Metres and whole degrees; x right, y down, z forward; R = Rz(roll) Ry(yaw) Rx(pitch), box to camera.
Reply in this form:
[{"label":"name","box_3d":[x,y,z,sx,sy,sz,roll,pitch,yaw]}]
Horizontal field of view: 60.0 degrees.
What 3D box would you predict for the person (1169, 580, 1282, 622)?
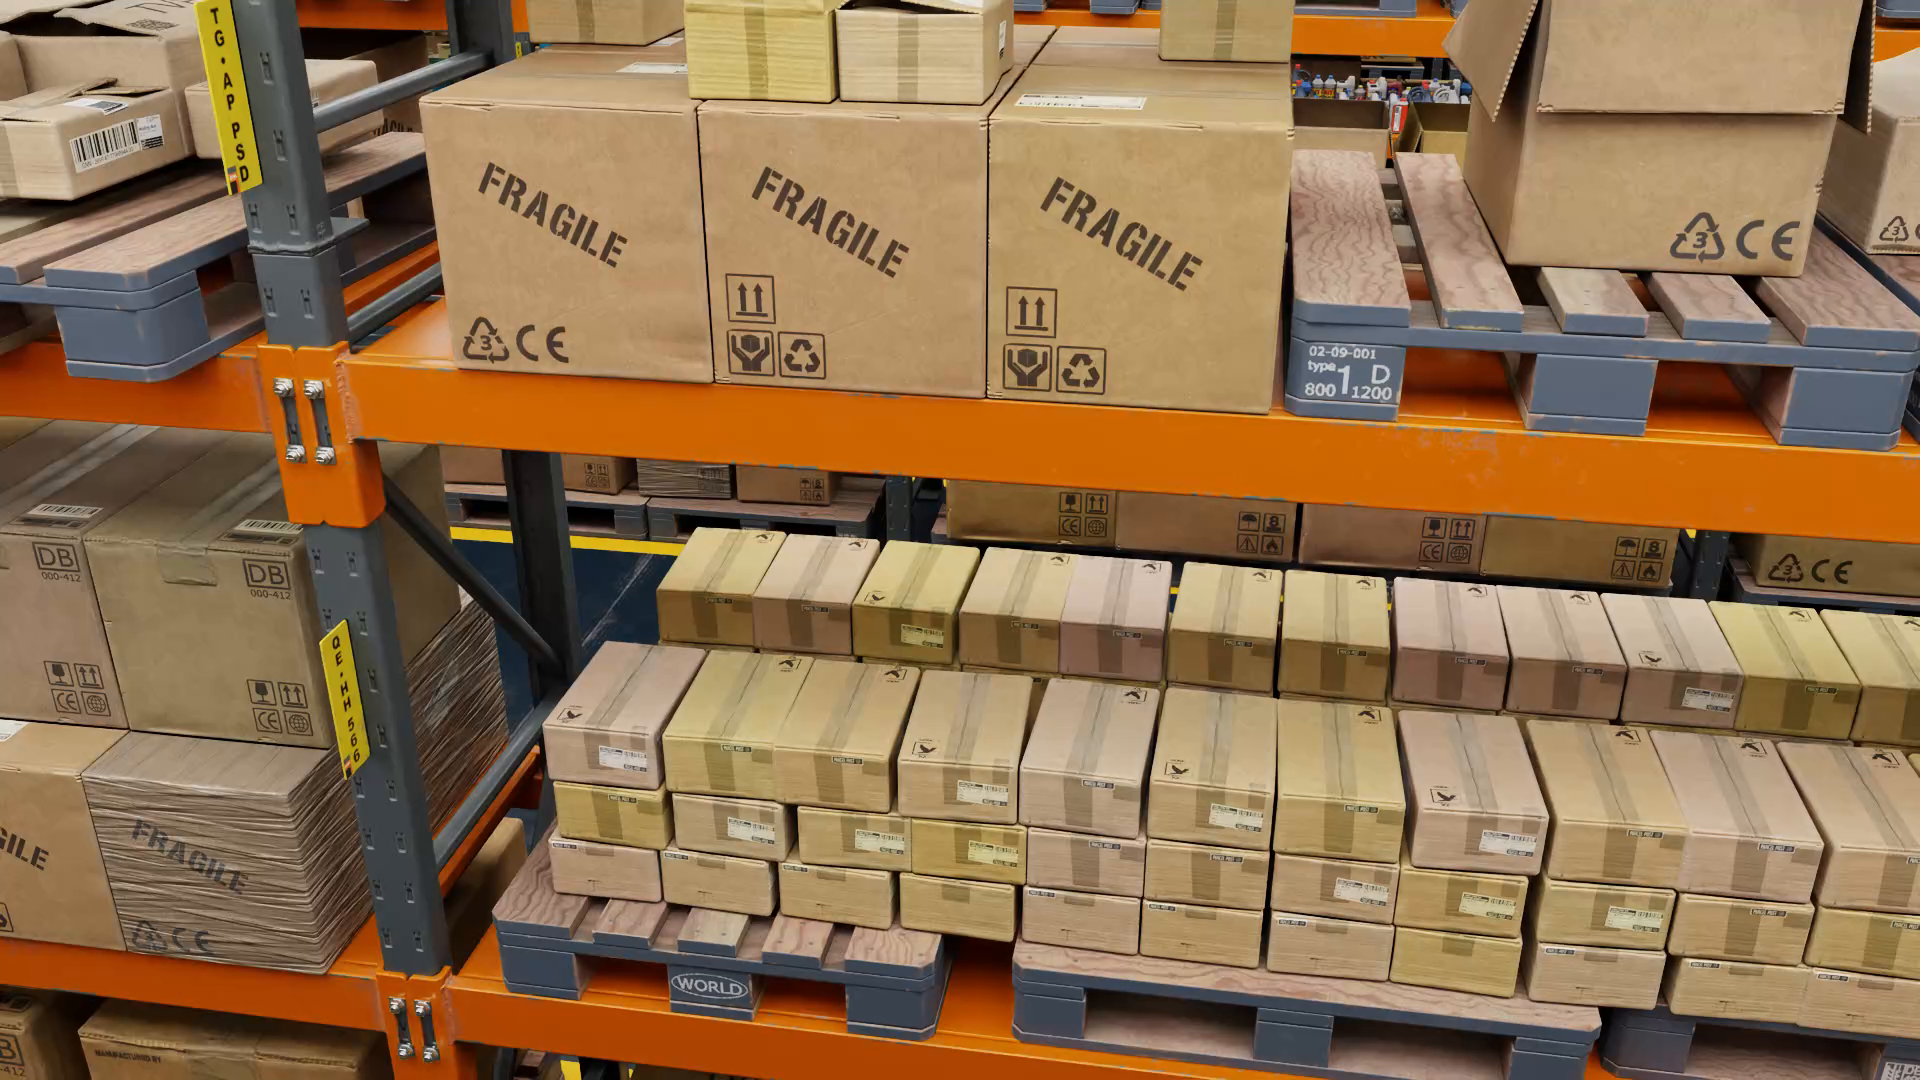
[{"label":"person","box_3d":[1.123,0.597,6.673,0.856,0.898,0.416,3,25,6]}]
